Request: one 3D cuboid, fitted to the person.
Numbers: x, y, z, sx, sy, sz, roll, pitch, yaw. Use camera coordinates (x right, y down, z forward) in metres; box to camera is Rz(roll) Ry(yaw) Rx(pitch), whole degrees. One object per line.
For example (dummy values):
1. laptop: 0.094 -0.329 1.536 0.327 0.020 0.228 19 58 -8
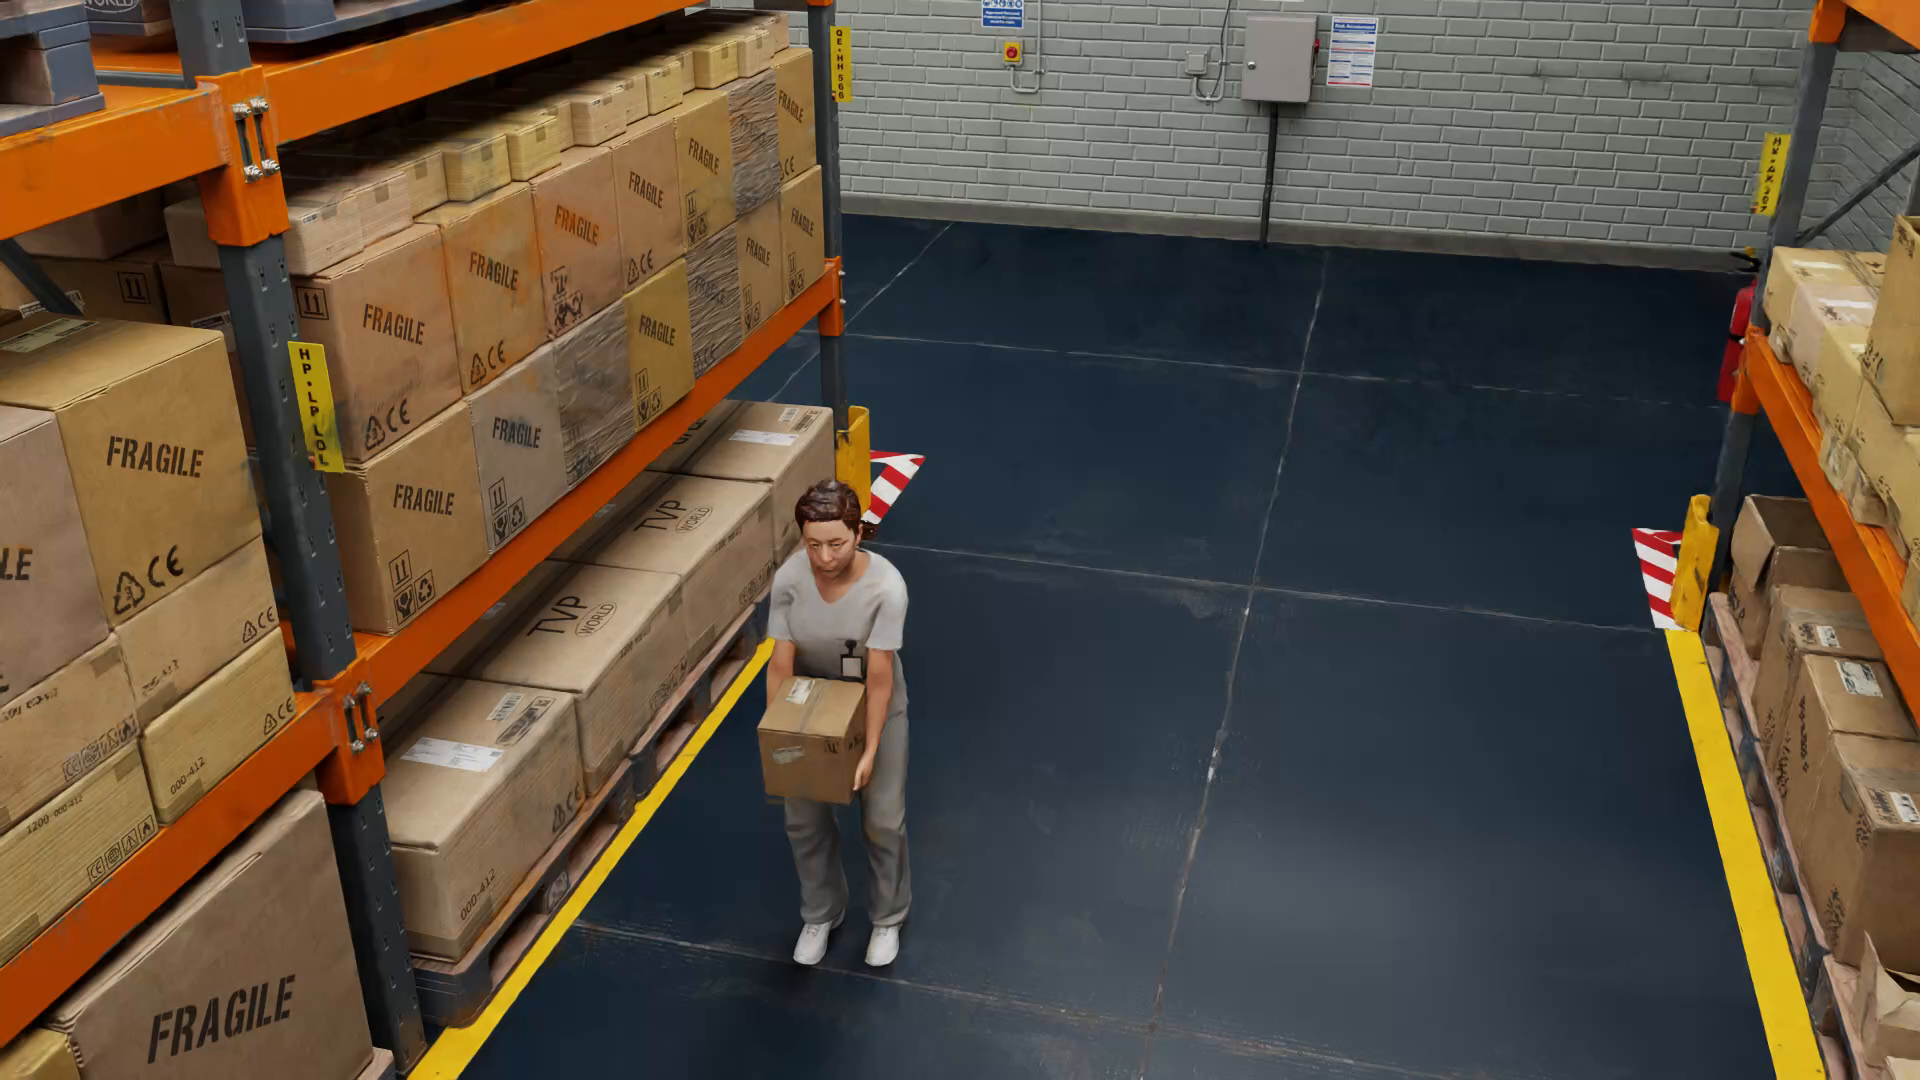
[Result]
1. person: -0.354 0.565 4.963 0.410 1.646 0.525 6 26 12
